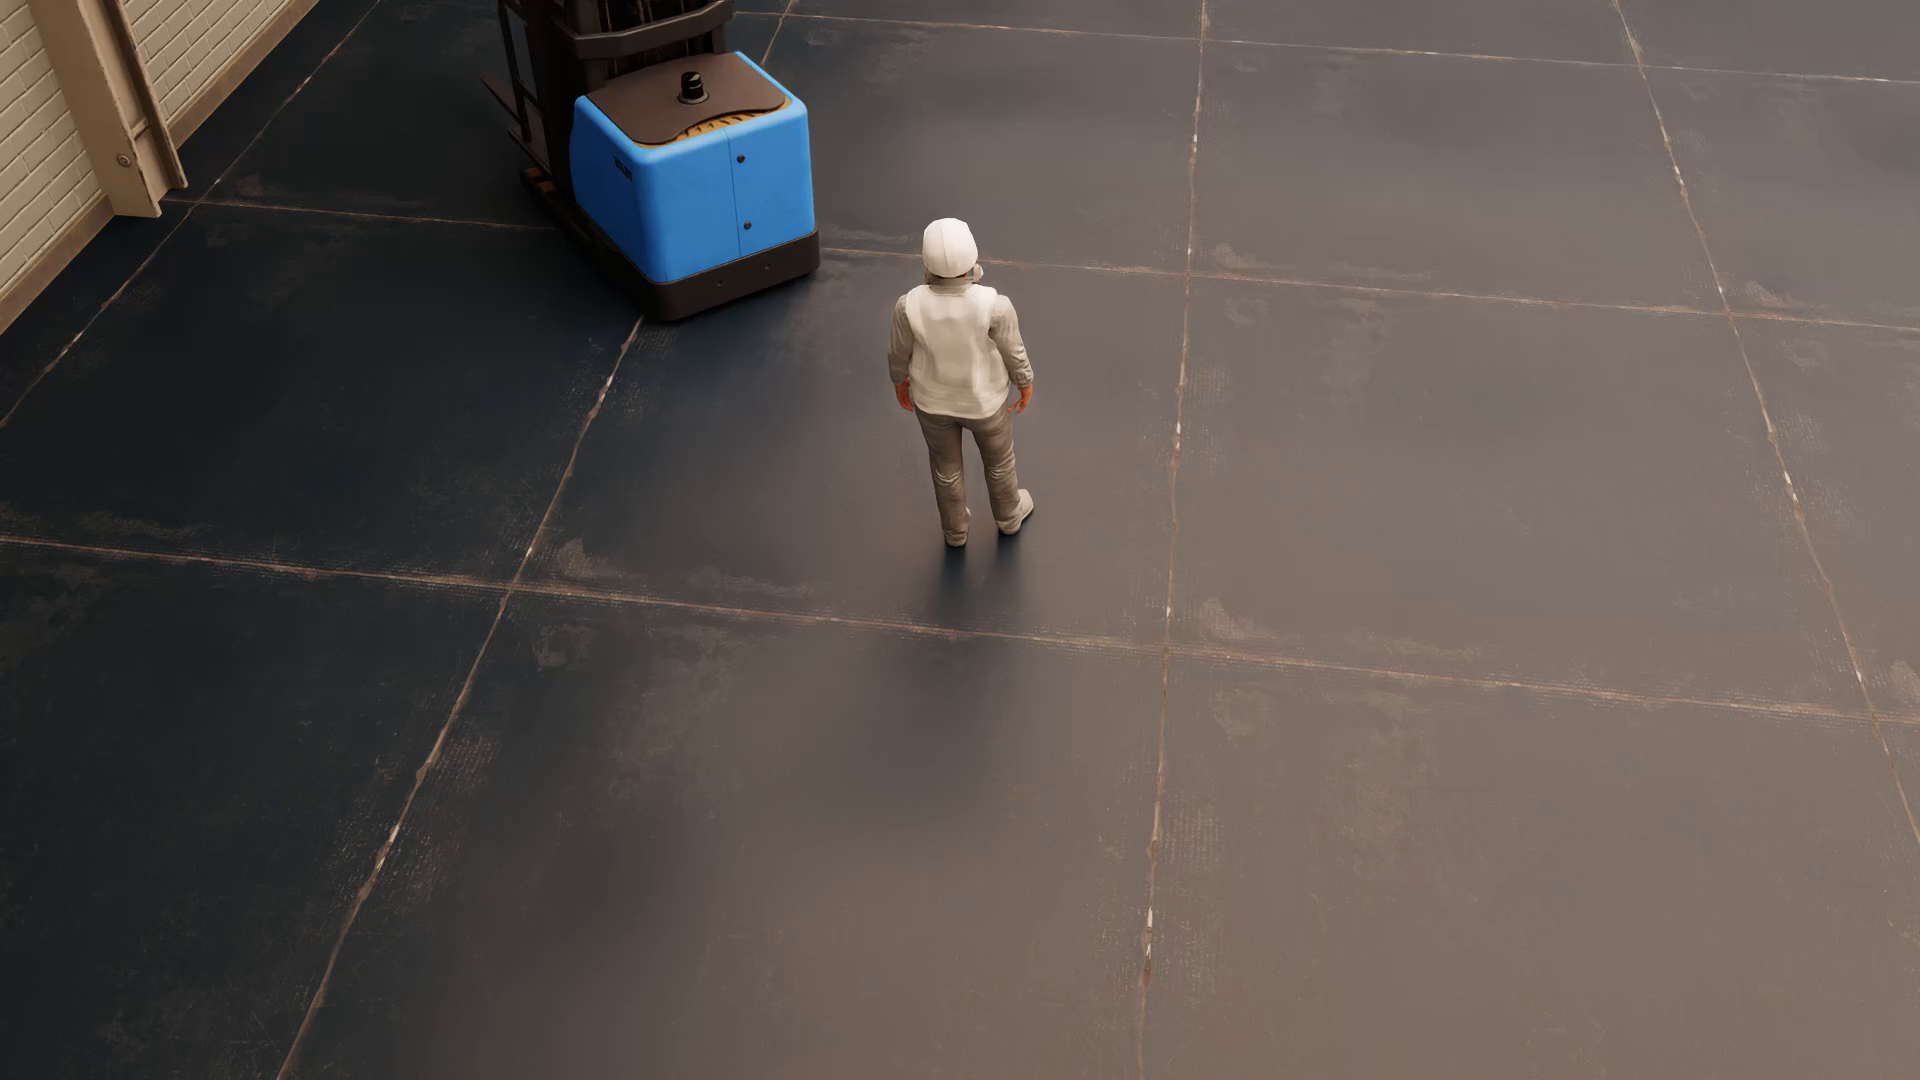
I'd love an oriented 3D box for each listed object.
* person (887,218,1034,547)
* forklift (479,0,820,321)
[{"bbox_3d":[0.016,-0.700,7.331,0.634,1.775,0.566,5,43,6],"label":"person"},{"bbox_3d":[-2.031,-3.243,9.255,1.130,2.935,3.031,-24,48,-24],"label":"forklift"}]
